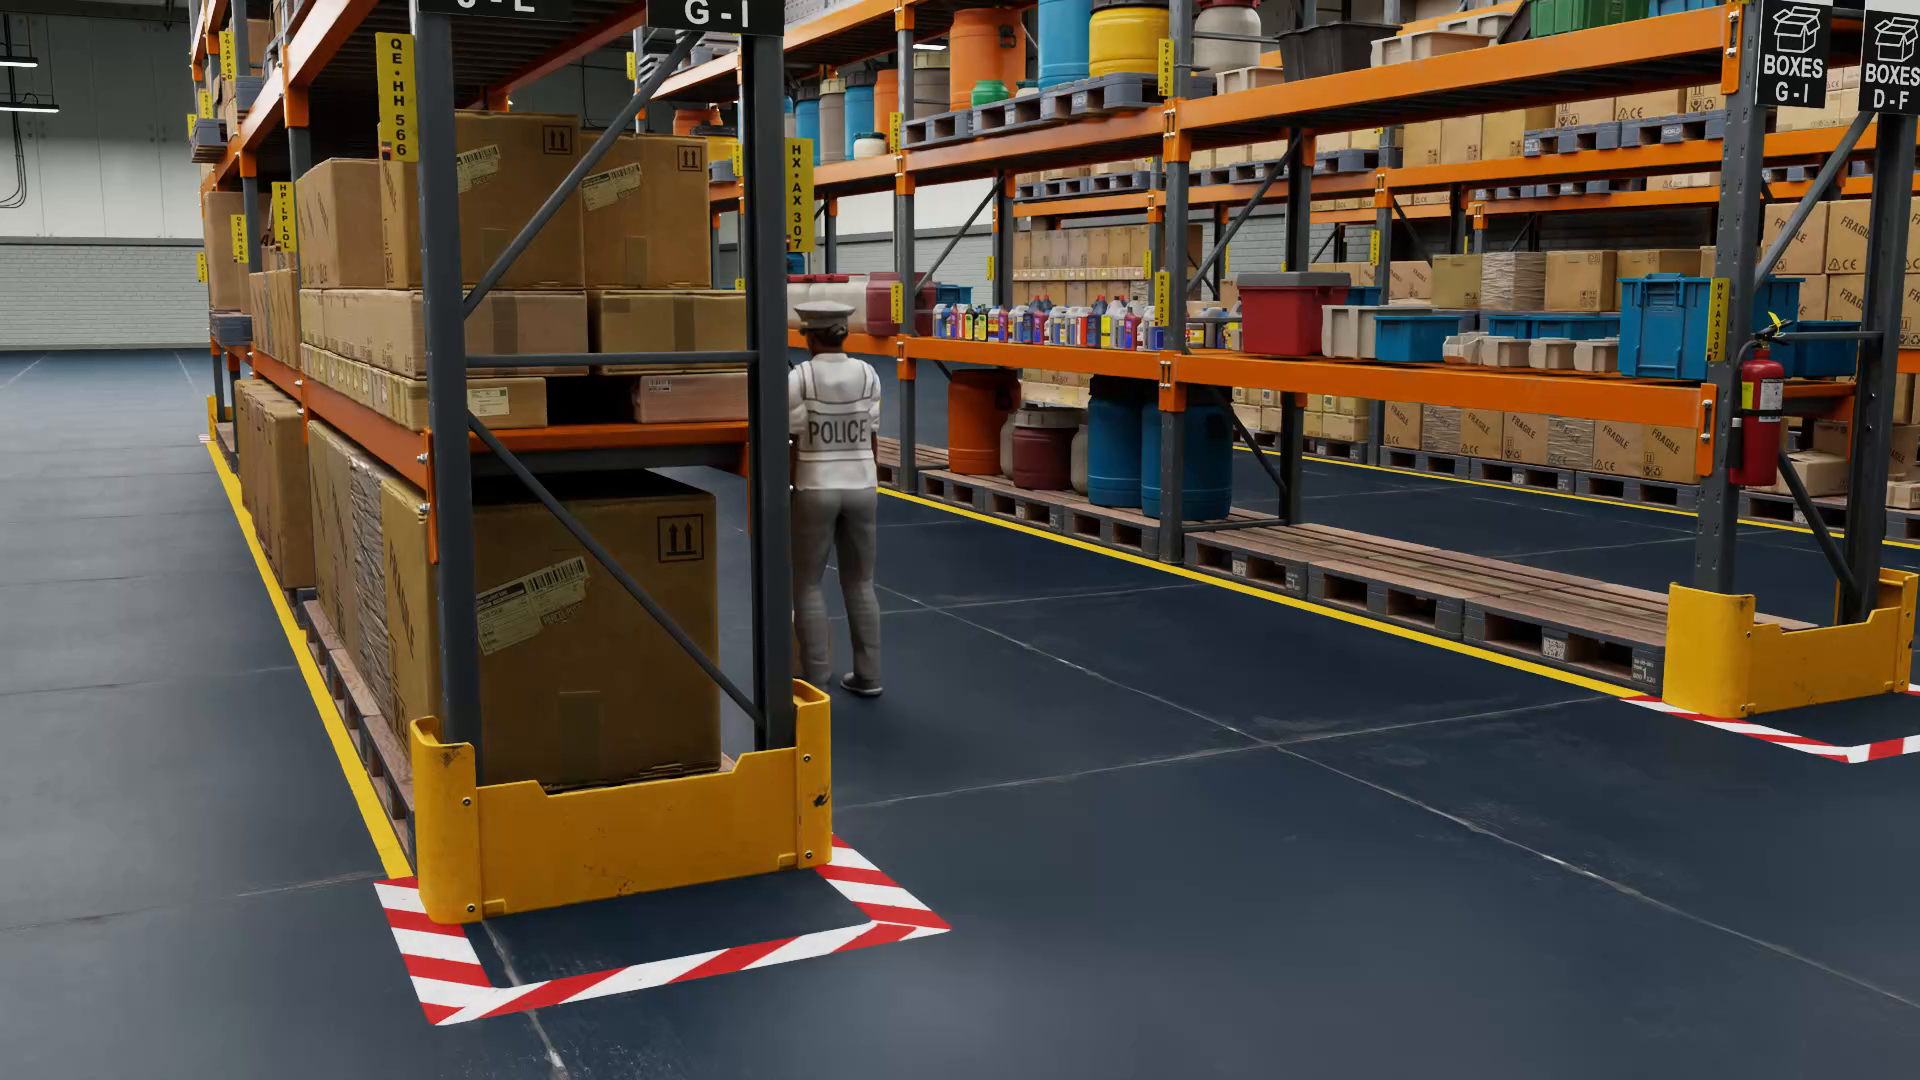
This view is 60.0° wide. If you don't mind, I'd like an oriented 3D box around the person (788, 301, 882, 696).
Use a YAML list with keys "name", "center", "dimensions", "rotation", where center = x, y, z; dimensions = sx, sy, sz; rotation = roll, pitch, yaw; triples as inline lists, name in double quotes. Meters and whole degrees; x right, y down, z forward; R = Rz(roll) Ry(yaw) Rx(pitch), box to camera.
- name: "person"
  center: [-0.549, -0.158, 6.931]
  dimensions: [0.438, 1.659, 0.340]
  rotation: [-4, 10, -25]
